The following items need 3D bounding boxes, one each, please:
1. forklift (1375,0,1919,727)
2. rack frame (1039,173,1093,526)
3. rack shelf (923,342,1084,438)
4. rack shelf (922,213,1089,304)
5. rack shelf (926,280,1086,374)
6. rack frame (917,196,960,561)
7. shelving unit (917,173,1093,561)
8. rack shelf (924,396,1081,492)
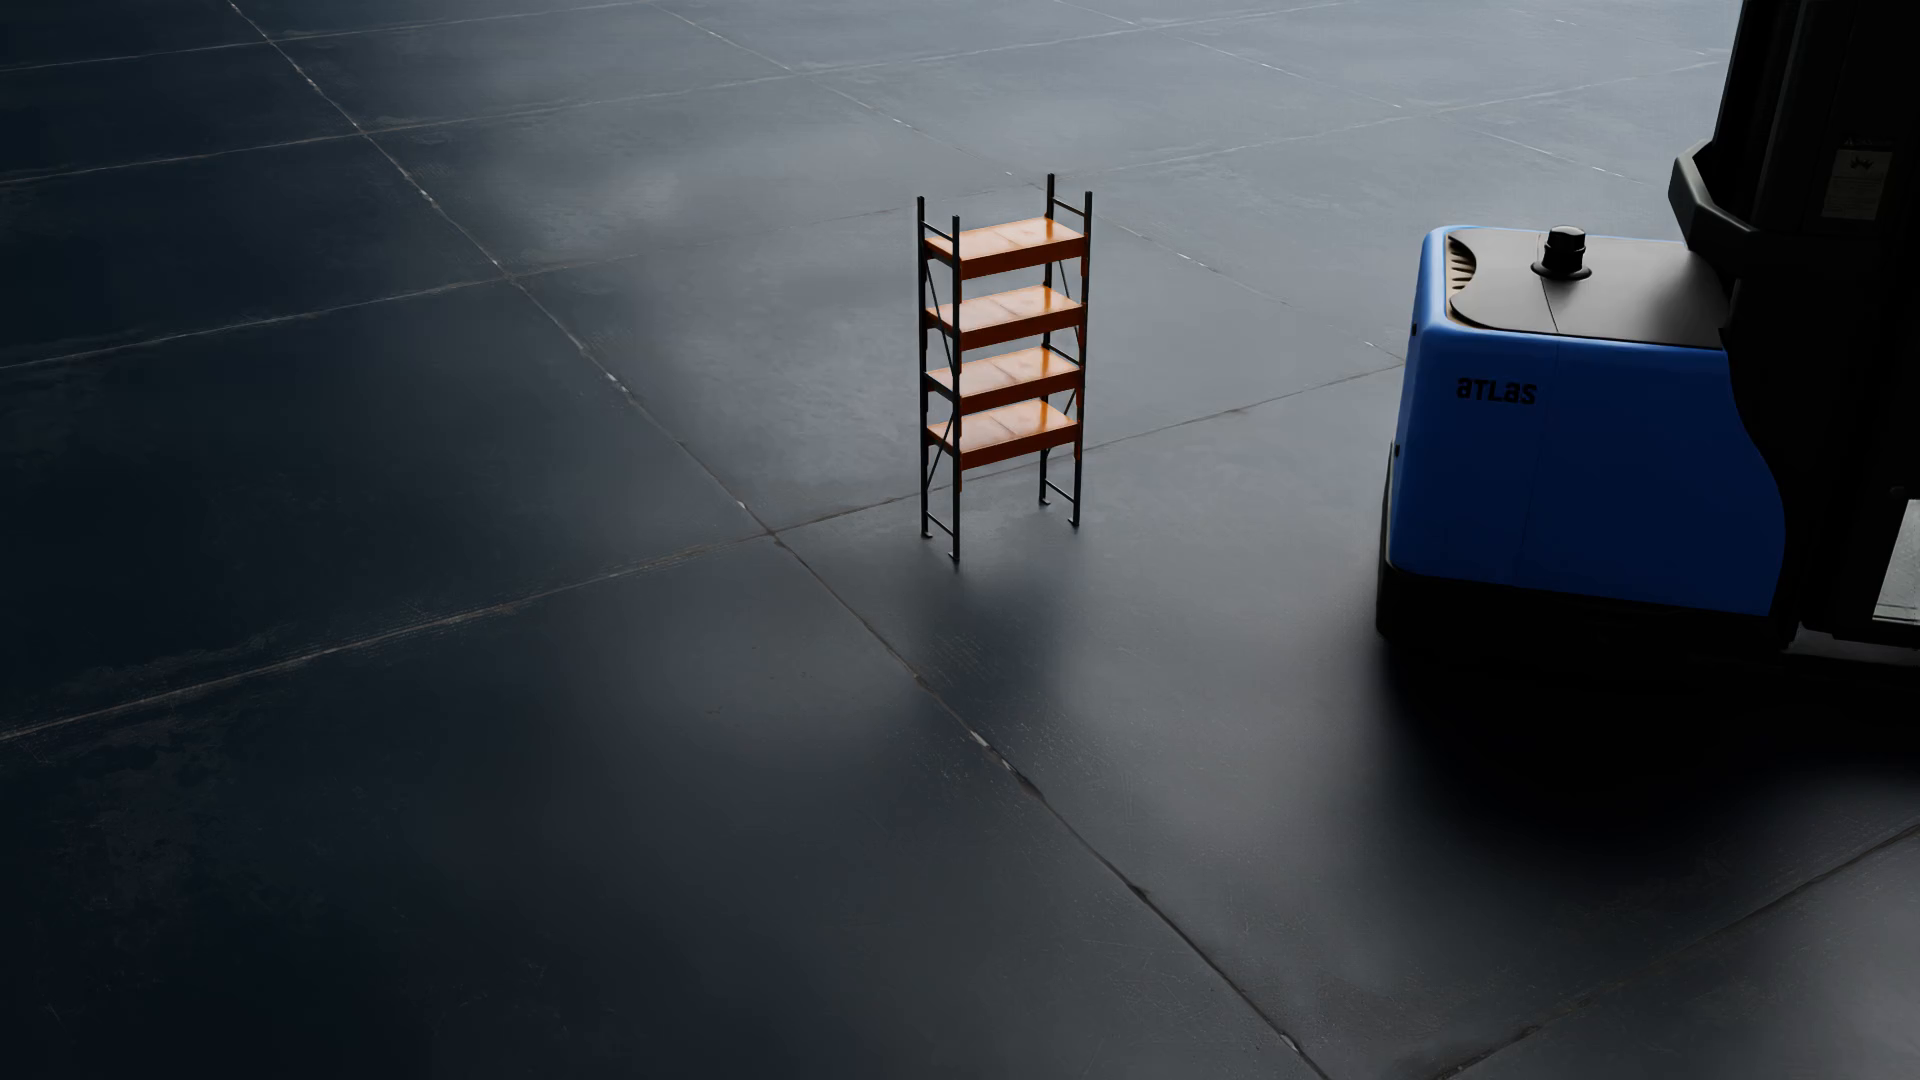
[{"bbox_3d":[2.853,-0.978,4.489,3.031,2.935,1.130,7,30,12],"label":"forklift"},{"bbox_3d":[0.353,-0.626,5.642,0.015,1.200,0.240,-16,33,-26],"label":"rack frame"},{"bbox_3d":[0.143,-0.507,5.566,0.480,0.148,0.258,-16,33,-26],"label":"rack shelf"},{"bbox_3d":[0.143,-0.910,5.344,0.480,0.148,0.258,-16,33,-26],"label":"rack shelf"},{"bbox_3d":[0.143,-0.703,5.458,0.480,0.148,0.258,-16,33,-26],"label":"rack shelf"},{"bbox_3d":[-0.068,-0.506,5.425,0.015,1.200,0.240,-16,33,-26],"label":"rack frame"},{"bbox_3d":[0.143,-0.566,5.534,0.503,1.200,0.258,-16,33,-26],"label":"shelving unit"},{"bbox_3d":[0.143,-0.333,5.662,0.480,0.148,0.258,-16,33,-26],"label":"rack shelf"}]
